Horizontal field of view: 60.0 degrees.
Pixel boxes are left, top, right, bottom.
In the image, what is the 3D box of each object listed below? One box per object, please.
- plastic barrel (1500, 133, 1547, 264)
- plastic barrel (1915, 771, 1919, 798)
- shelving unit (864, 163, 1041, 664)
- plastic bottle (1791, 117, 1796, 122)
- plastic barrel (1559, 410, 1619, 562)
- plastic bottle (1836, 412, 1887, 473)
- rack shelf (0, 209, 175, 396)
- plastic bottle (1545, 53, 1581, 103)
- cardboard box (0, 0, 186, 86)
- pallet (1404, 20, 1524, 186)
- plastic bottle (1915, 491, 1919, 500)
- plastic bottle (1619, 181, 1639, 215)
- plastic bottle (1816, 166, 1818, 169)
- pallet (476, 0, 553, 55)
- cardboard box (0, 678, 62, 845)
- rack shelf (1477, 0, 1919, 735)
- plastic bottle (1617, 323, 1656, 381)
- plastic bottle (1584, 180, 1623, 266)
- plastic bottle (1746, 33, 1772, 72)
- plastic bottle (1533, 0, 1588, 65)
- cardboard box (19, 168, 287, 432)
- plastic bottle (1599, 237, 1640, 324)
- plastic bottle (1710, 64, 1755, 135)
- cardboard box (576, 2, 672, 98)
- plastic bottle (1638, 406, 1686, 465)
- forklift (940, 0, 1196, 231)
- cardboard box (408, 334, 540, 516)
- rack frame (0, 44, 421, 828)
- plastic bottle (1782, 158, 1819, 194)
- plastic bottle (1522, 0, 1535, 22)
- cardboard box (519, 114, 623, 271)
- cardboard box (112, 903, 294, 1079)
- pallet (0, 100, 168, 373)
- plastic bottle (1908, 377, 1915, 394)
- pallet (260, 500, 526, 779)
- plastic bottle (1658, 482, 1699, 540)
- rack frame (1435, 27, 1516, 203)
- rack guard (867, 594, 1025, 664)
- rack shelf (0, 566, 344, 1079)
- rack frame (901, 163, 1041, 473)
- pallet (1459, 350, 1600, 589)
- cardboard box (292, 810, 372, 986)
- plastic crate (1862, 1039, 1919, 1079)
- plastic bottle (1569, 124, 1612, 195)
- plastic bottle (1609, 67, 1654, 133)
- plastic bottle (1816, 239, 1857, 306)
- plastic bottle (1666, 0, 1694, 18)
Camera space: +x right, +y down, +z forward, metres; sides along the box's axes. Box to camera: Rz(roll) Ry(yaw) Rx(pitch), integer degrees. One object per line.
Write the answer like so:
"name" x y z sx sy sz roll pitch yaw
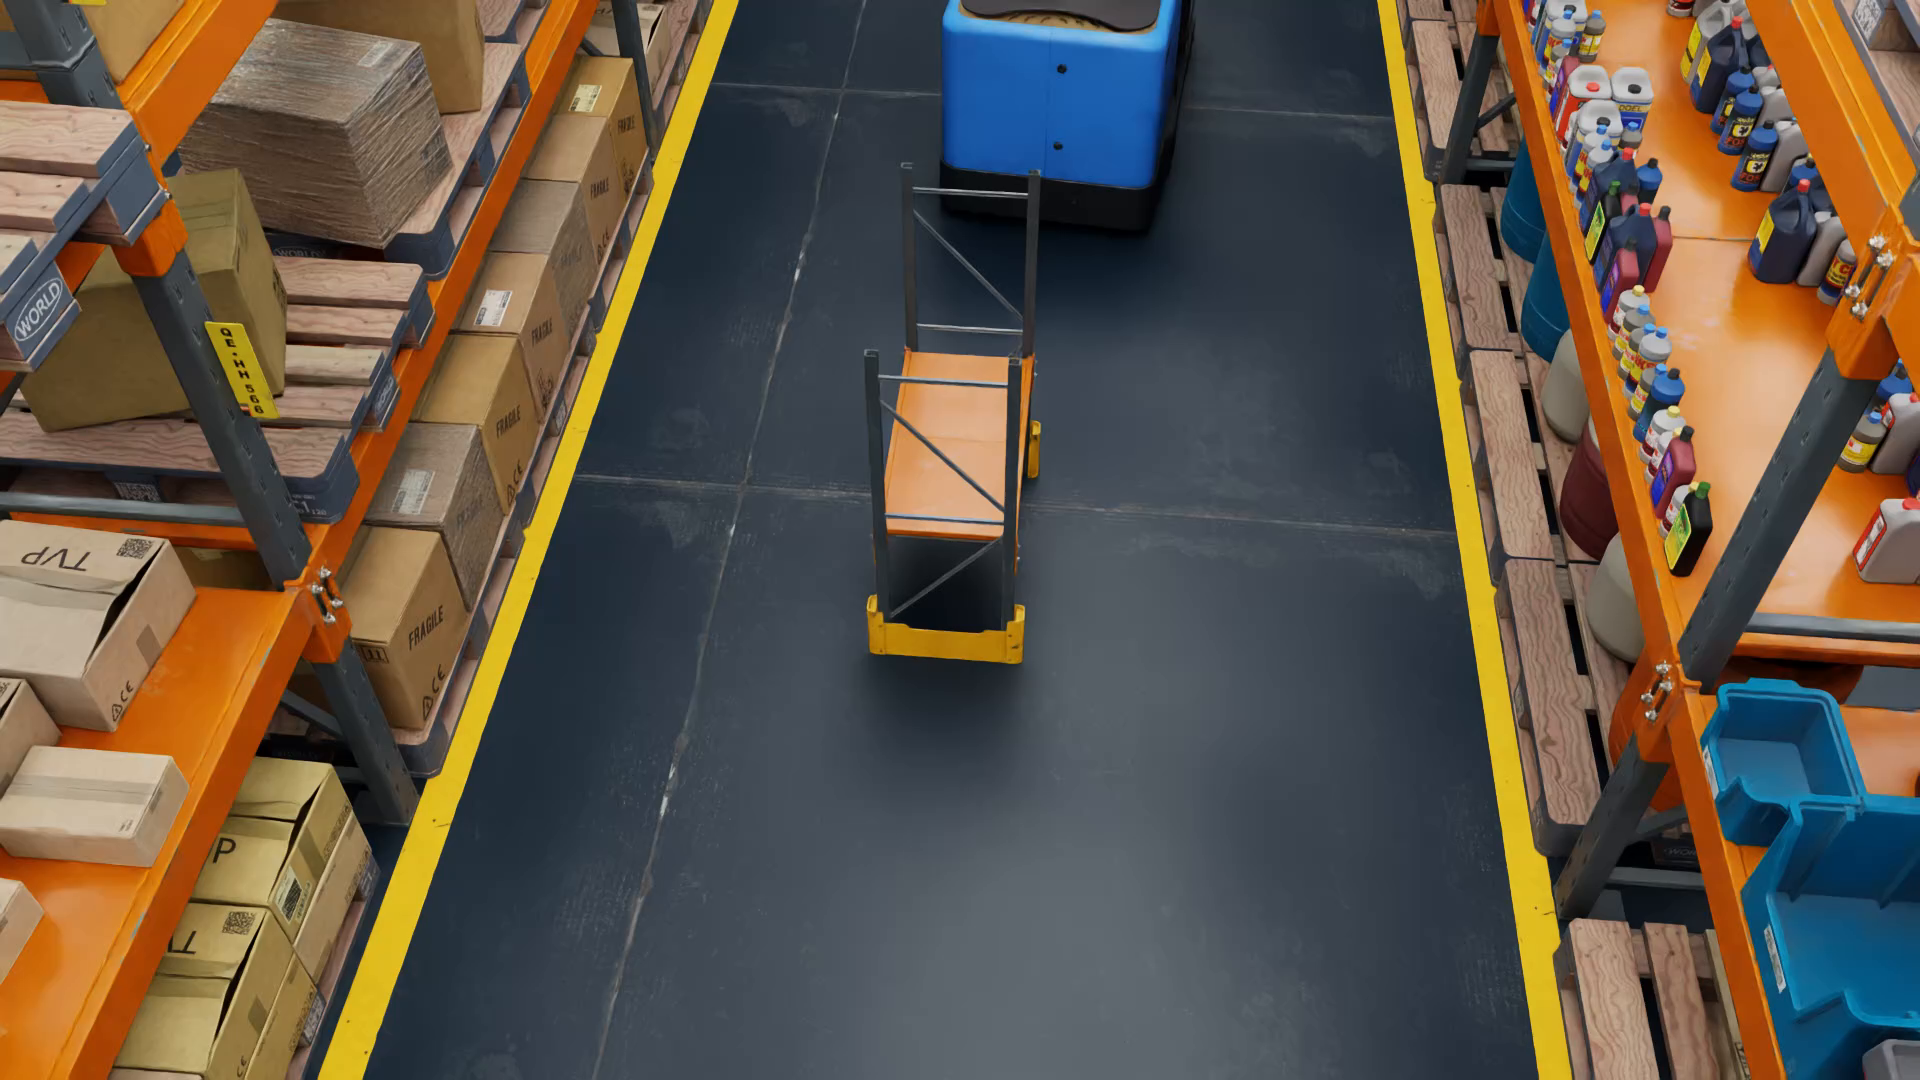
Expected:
"plastic barrel" 2.810 -1.722 7.429 0.600 0.901 0.708 4 48 4
"plastic barrel" 2.771 0.568 4.105 0.600 0.536 0.708 4 48 4
"shelving unit" -0.007 -0.450 6.145 0.587 1.500 1.083 4 48 4
"plastic bottle" 3.087 -1.483 6.208 0.097 0.201 0.097 0 48 0
"plastic barrel" 2.642 -0.266 6.310 0.600 0.588 0.708 4 48 4
"plastic bottle" 2.789 -0.311 5.136 0.097 0.201 0.097 0 48 0
"rack shelf" -2.603 0.617 2.608 1.077 0.370 4.000 4 48 4
"plastic bottle" 2.366 -1.810 6.507 0.097 0.201 0.097 0 48 0
"cardboard box" -2.415 -1.452 3.945 0.910 0.500 0.500 4 48 4
"pallet" 2.905 -2.288 8.700 1.003 0.211 1.213 4 48 4
"plastic bottle" 2.920 -0.131 4.972 0.097 0.201 0.097 0 48 0
"plastic bottle" 2.317 -1.103 5.806 0.061 0.283 0.133 4 48 4
"plastic bottle" 3.074 -1.254 5.944 0.061 0.283 0.133 4 48 4
"pallet" -2.238 -2.378 7.022 1.003 0.211 1.213 4 48 4
"cardboard box" -2.695 0.591 4.237 0.500 0.311 0.500 3 48 3
"rack shelf" 2.694 -0.974 6.096 1.077 0.370 4.000 4 48 4
"plastic bottle" 2.218 -0.617 5.416 0.097 0.201 0.097 0 48 0
"plastic bottle" 2.257 -1.108 5.809 0.061 0.283 0.133 4 48 4
"plastic bottle" 3.101 -1.837 6.430 0.144 0.351 0.185 4 48 4
"plastic bottle" 2.421 -2.061 6.687 0.152 0.276 0.135 4 48 4
"cardboard box" -2.476 -0.729 5.032 0.700 0.500 0.500 -11 48 -10
"plastic bottle" 2.228 -0.874 5.595 0.061 0.283 0.133 4 48 4
"plastic bottle" 2.957 -1.687 6.348 0.097 0.271 0.097 0 48 0
"cardboard box" -1.803 -2.557 8.580 0.500 0.311 0.500 4 48 4
"plastic bottle" 2.182 -0.331 5.154 0.097 0.201 0.097 0 48 0
"forklift" 0.690 -3.589 8.046 1.130 2.935 3.031 8 48 7
"cardboard box" -2.002 -0.457 6.531 0.500 0.500 0.500 3 48 3
"rack frame" -2.421 -0.083 4.793 1.000 3.000 0.127 4 48 4
"plastic bottle" 2.993 -1.242 5.941 0.097 0.271 0.097 0 48 0
"plastic bottle" 2.406 -2.308 6.908 0.061 0.283 0.133 4 48 4
"cardboard box" -1.869 -1.583 7.561 0.500 0.500 0.500 4 48 4
"cardboard box" -2.264 1.298 4.729 0.500 0.311 0.500 3 48 3
"pallet" -2.394 -0.527 3.294 1.213 0.211 1.003 6 48 5
"plastic bottle" 2.973 -0.439 5.198 0.061 0.283 0.133 4 48 4
"pallet" -2.315 0.312 6.322 1.003 0.211 1.213 4 48 4
"plastic bottle" 2.152 -0.090 4.934 0.097 0.201 0.097 0 48 0
"rack frame" 2.876 -2.687 7.174 1.000 3.000 0.127 4 48 4
"rack guard" -0.052 0.338 6.272 0.587 0.250 0.087 4 48 4
"rack shelf" -2.603 1.629 3.715 1.077 0.370 4.000 4 48 4
"rack frame" 0.039 -0.817 6.481 0.500 1.500 0.032 4 48 4
"pallet" 2.656 -0.282 6.865 1.003 0.211 1.213 4 48 4
"cardboard box" -2.226 1.106 5.284 0.500 0.250 0.500 5 48 4
"plastic crate" 2.060 1.398 3.395 0.402 0.464 0.583 4 48 4
"plastic bottle" 2.311 -1.394 6.080 0.097 0.271 0.097 0 48 0
"plastic bottle" 2.522 -1.640 6.301 0.152 0.276 0.135 4 48 4
"plastic bottle" 3.016 -0.932 5.657 0.097 0.271 0.097 0 48 0
"plastic bottle" 3.036 -2.303 6.958 0.097 0.201 0.097 0 48 0
